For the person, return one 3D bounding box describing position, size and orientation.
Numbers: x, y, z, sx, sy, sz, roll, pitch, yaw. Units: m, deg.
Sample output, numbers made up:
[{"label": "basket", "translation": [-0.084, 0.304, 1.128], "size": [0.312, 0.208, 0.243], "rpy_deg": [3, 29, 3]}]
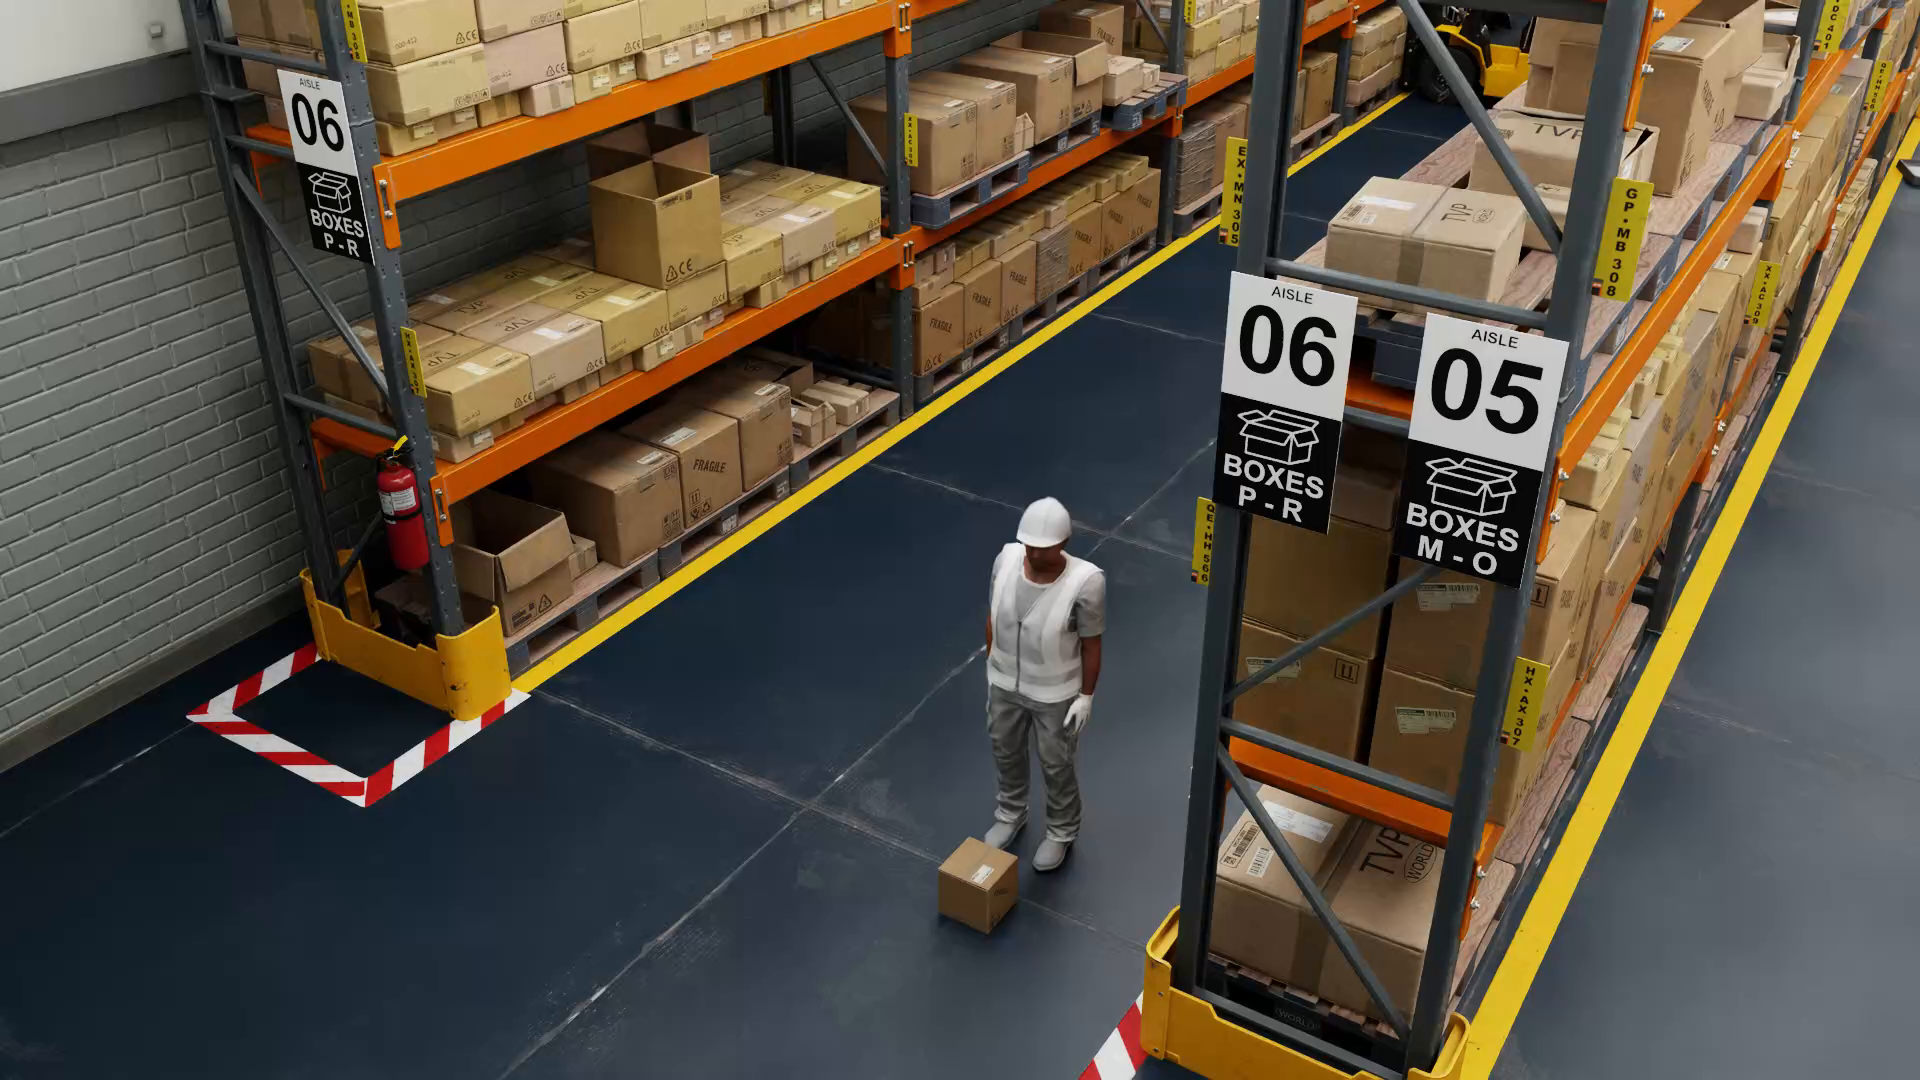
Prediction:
[{"label": "person", "translation": [0.342, 0.615, 7.122], "size": [0.547, 1.785, 0.351], "rpy_deg": [17, 34, 27]}]
